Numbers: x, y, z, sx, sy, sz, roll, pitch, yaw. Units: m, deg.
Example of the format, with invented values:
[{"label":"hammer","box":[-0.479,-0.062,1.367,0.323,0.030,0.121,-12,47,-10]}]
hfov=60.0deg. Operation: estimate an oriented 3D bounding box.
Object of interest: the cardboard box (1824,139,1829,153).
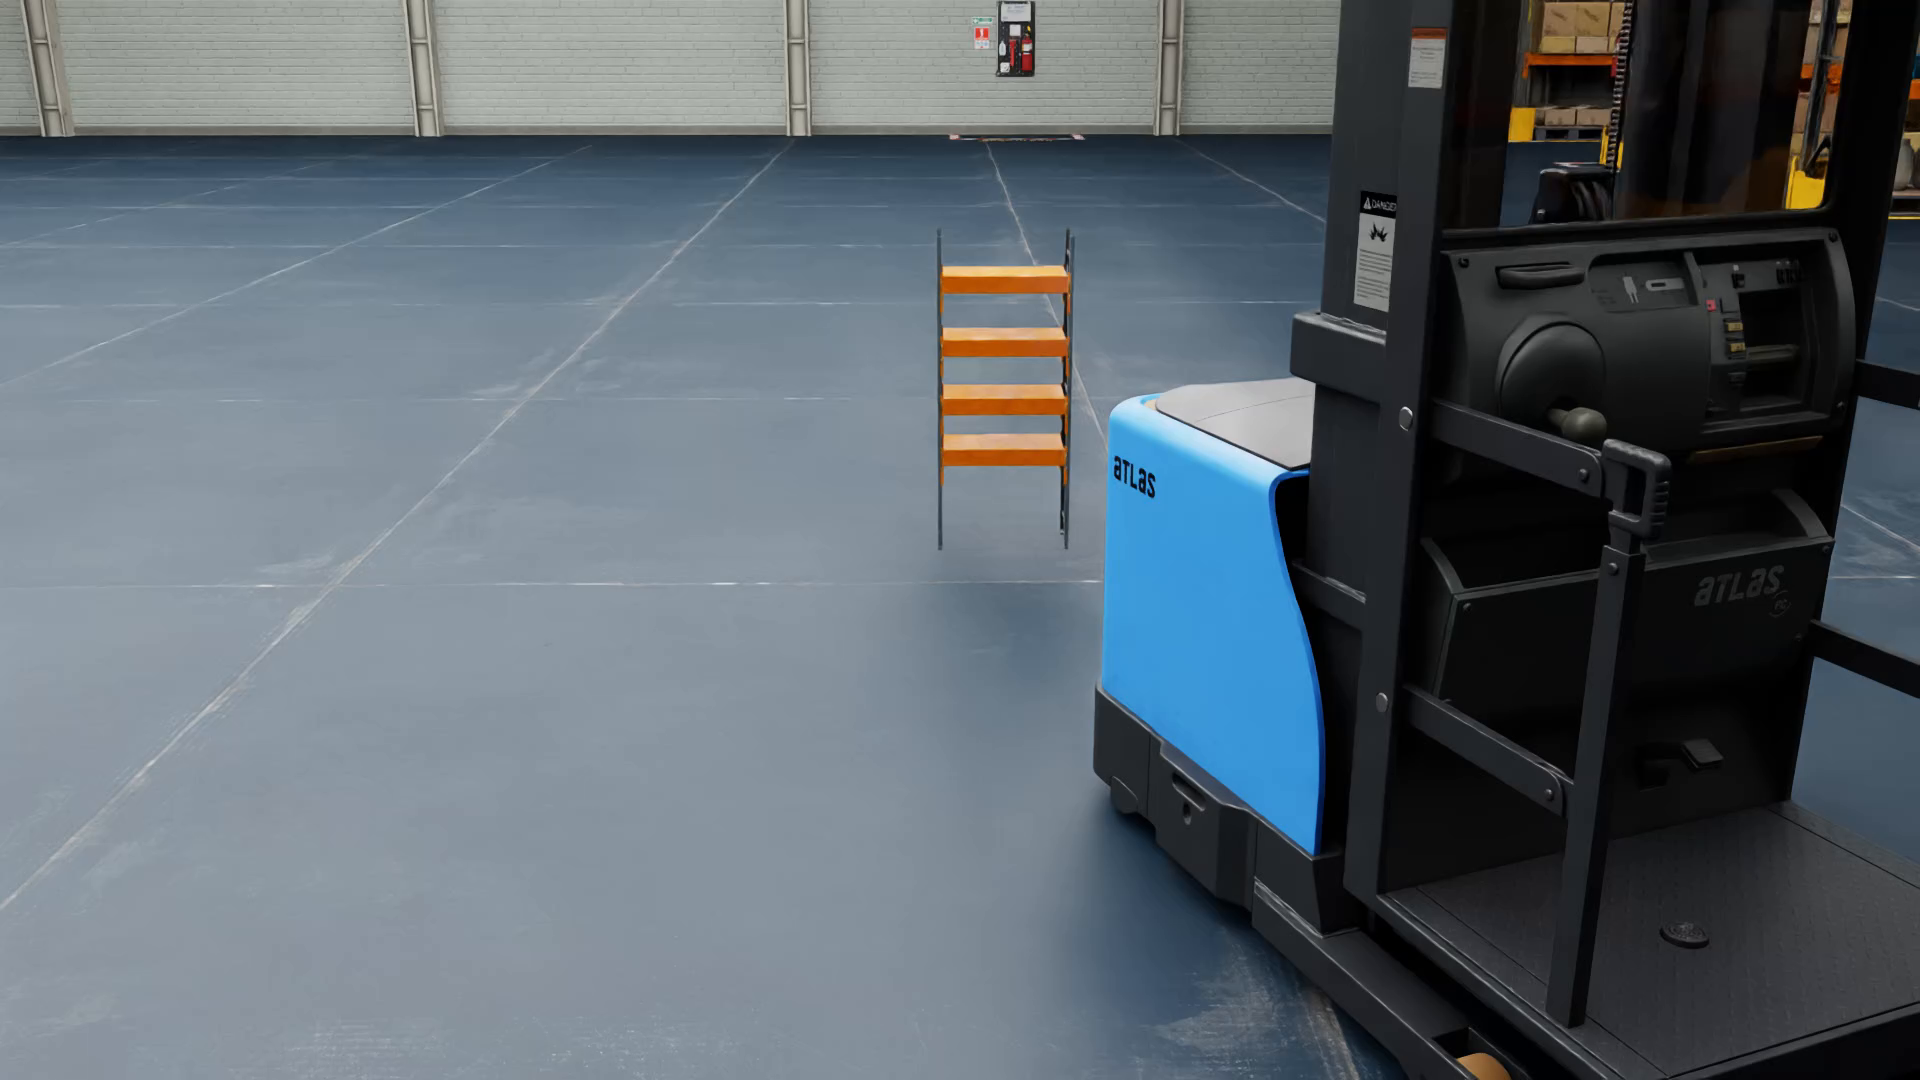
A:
[{"label":"cardboard box","box":[11.314,-5.151,21.509,0.500,0.250,0.500,0,18,-1]}]

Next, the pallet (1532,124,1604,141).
[{"label":"pallet","box":[9.581,-6.495,26.450,1.213,0.211,1.003,0,18,-1]}]

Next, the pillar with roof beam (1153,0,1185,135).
[{"label":"pillar with roof beam","box":[3.448,-9.610,21.773,0.400,9.000,9.100,0,18,-1]}]

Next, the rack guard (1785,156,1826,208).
[{"label":"rack guard","box":[8.924,-3.628,17.040,0.348,0.500,1.175,0,18,-1]}]

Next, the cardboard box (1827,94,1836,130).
[{"label":"cardboard box","box":[11.314,-5.512,21.407,0.500,0.500,0.500,0,18,-1]}]

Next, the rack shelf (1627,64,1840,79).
[{"label":"rack shelf","box":[10.774,-5.984,21.468,4.000,0.370,1.077,0,18,-1]}]

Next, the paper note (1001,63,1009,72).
[{"label":"paper note","box":[0.730,-7.669,26.985,0.142,0.148,0.016,0,18,-1]}]

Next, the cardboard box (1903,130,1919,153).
[{"label":"cardboard box","box":[12.314,-5.158,21.529,0.500,0.250,0.500,0,18,-1]}]

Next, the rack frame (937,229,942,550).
[{"label":"rack frame","box":[-0.078,-0.571,6.363,0.015,1.200,0.240,0,18,-1]}]

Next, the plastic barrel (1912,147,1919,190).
[{"label":"plastic barrel","box":[10.007,-3.848,17.018,0.421,0.512,0.421,0,18,0]}]

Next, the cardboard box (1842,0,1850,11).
[{"label":"cardboard box","box":[11.324,-6.992,21.146,0.500,0.500,0.700,0,18,-1]}]

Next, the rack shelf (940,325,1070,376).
[{"label":"rack shelf","box":[0.166,-0.721,6.319,0.480,0.148,0.258,0,18,-1]}]

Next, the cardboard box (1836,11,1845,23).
[{"label":"cardboard box","box":[10.970,-6.618,21.041,0.250,0.149,0.380,0,18,1]}]

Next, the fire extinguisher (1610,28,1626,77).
[{"label":"fire extinguisher","box":[8.649,-6.421,21.780,0.183,0.674,0.296,0,18,-1]}]

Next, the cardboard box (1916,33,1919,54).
[{"label":"cardboard box","box":[12.330,-6.379,21.360,0.500,0.500,0.700,-1,18,-2]}]

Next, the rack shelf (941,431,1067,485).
[{"label":"rack shelf","box":[0.166,-0.319,6.448,0.480,0.148,0.258,0,18,-1]}]

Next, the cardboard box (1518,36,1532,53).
[{"label":"cardboard box","box":[9.157,-7.829,26.256,0.500,0.250,0.500,0,18,0]}]

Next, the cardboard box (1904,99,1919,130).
[{"label":"cardboard box","box":[12.305,-5.677,21.921,0.500,0.500,0.500,0,18,-1]}]

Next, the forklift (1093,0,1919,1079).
[{"label":"forklift","box":[1.383,-0.370,2.904,1.130,2.935,3.031,-7,19,-21]}]

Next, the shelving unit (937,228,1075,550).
[{"label":"shelving unit","box":[0.166,-0.572,6.367,0.503,1.200,0.258,0,18,-1]}]

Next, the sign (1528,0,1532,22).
[{"label":"sign","box":[8.701,-8.076,25.395,0.005,0.325,0.100,0,18,-1]}]

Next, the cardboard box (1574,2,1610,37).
[{"label":"cardboard box","box":[9.669,-8.035,25.668,0.500,0.500,0.500,0,18,-1]}]

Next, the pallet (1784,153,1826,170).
[{"label":"pallet","box":[10.755,-5.010,21.821,1.213,0.211,1.003,0,18,-1]}]

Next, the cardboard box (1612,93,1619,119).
[{"label":"cardboard box","box":[10.690,-6.816,26.256,0.500,0.500,0.700,-1,18,-4]}]

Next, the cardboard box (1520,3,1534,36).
[{"label":"cardboard box","box":[9.160,-8.192,26.159,0.500,0.500,0.500,0,18,-1]}]

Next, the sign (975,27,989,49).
[{"label":"sign","box":[0.354,-8.114,26.872,0.234,0.329,0.001,0,18,-1]}]

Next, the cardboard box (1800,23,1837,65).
[{"label":"cardboard box","box":[10.789,-6.371,21.333,0.500,0.500,0.700,0,18,1]}]

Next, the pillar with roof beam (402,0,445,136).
[{"label":"pillar with roof beam","box":[-8.551,-9.552,21.593,0.400,9.000,9.100,0,18,-1]}]

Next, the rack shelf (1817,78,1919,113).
[{"label":"rack shelf","box":[10.849,-4.471,16.752,4.000,0.370,1.077,0,18,-1]}]

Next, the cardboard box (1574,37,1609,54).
[{"label":"cardboard box","box":[9.704,-7.680,25.791,0.500,0.250,0.500,-1,18,-3]}]

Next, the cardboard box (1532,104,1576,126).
[{"label":"cardboard box","box":[9.386,-6.735,26.312,0.500,0.311,0.500,-2,18,-7]}]

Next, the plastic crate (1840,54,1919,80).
[{"label":"plastic crate","box":[9.345,-4.827,16.927,0.616,0.251,0.499,0,18,-1]}]

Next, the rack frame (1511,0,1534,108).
[{"label":"rack frame","box":[8.693,-7.830,26.044,0.127,3.000,1.000,0,18,-1]}]
